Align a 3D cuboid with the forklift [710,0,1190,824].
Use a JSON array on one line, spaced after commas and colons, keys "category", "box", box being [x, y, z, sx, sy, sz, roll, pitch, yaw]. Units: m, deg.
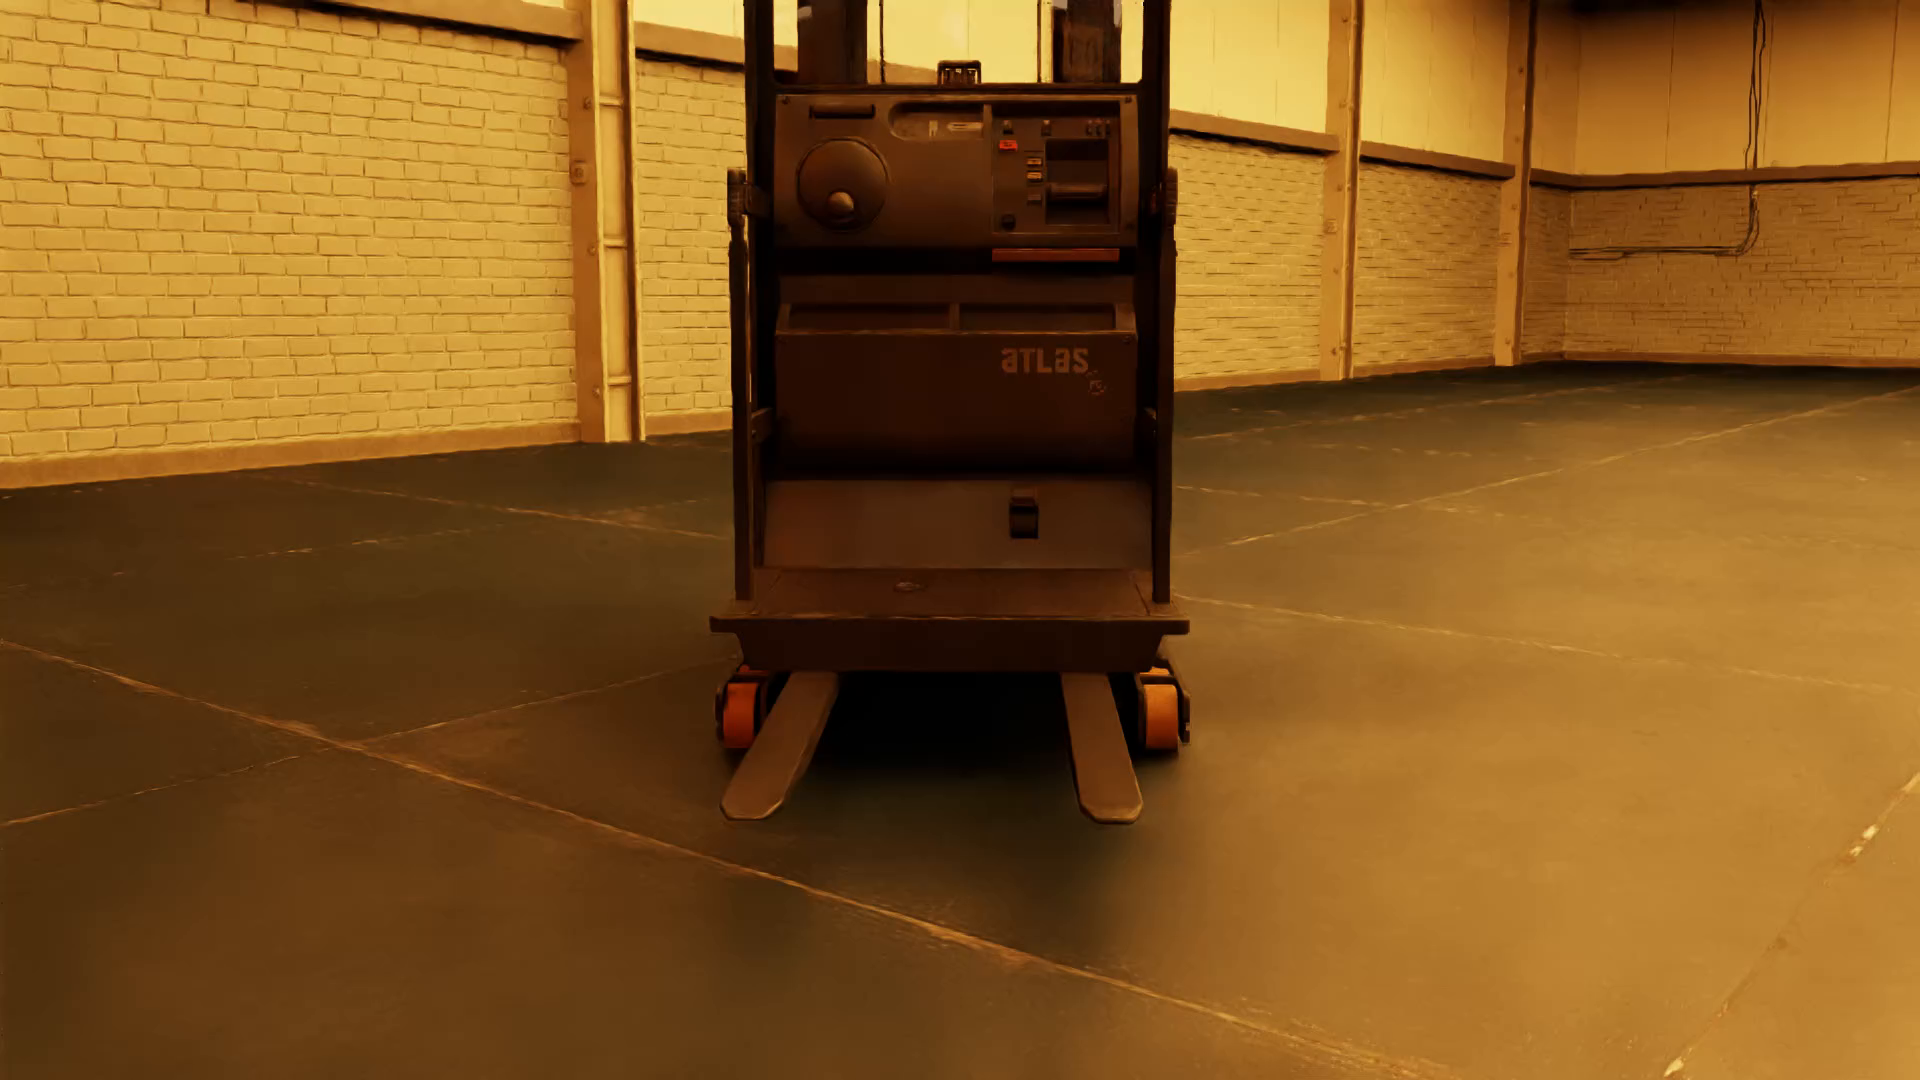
[{"category": "forklift", "box": [-0.013, -0.991, 4.052, 1.130, 2.935, 3.031, 0, 8, 1]}]
